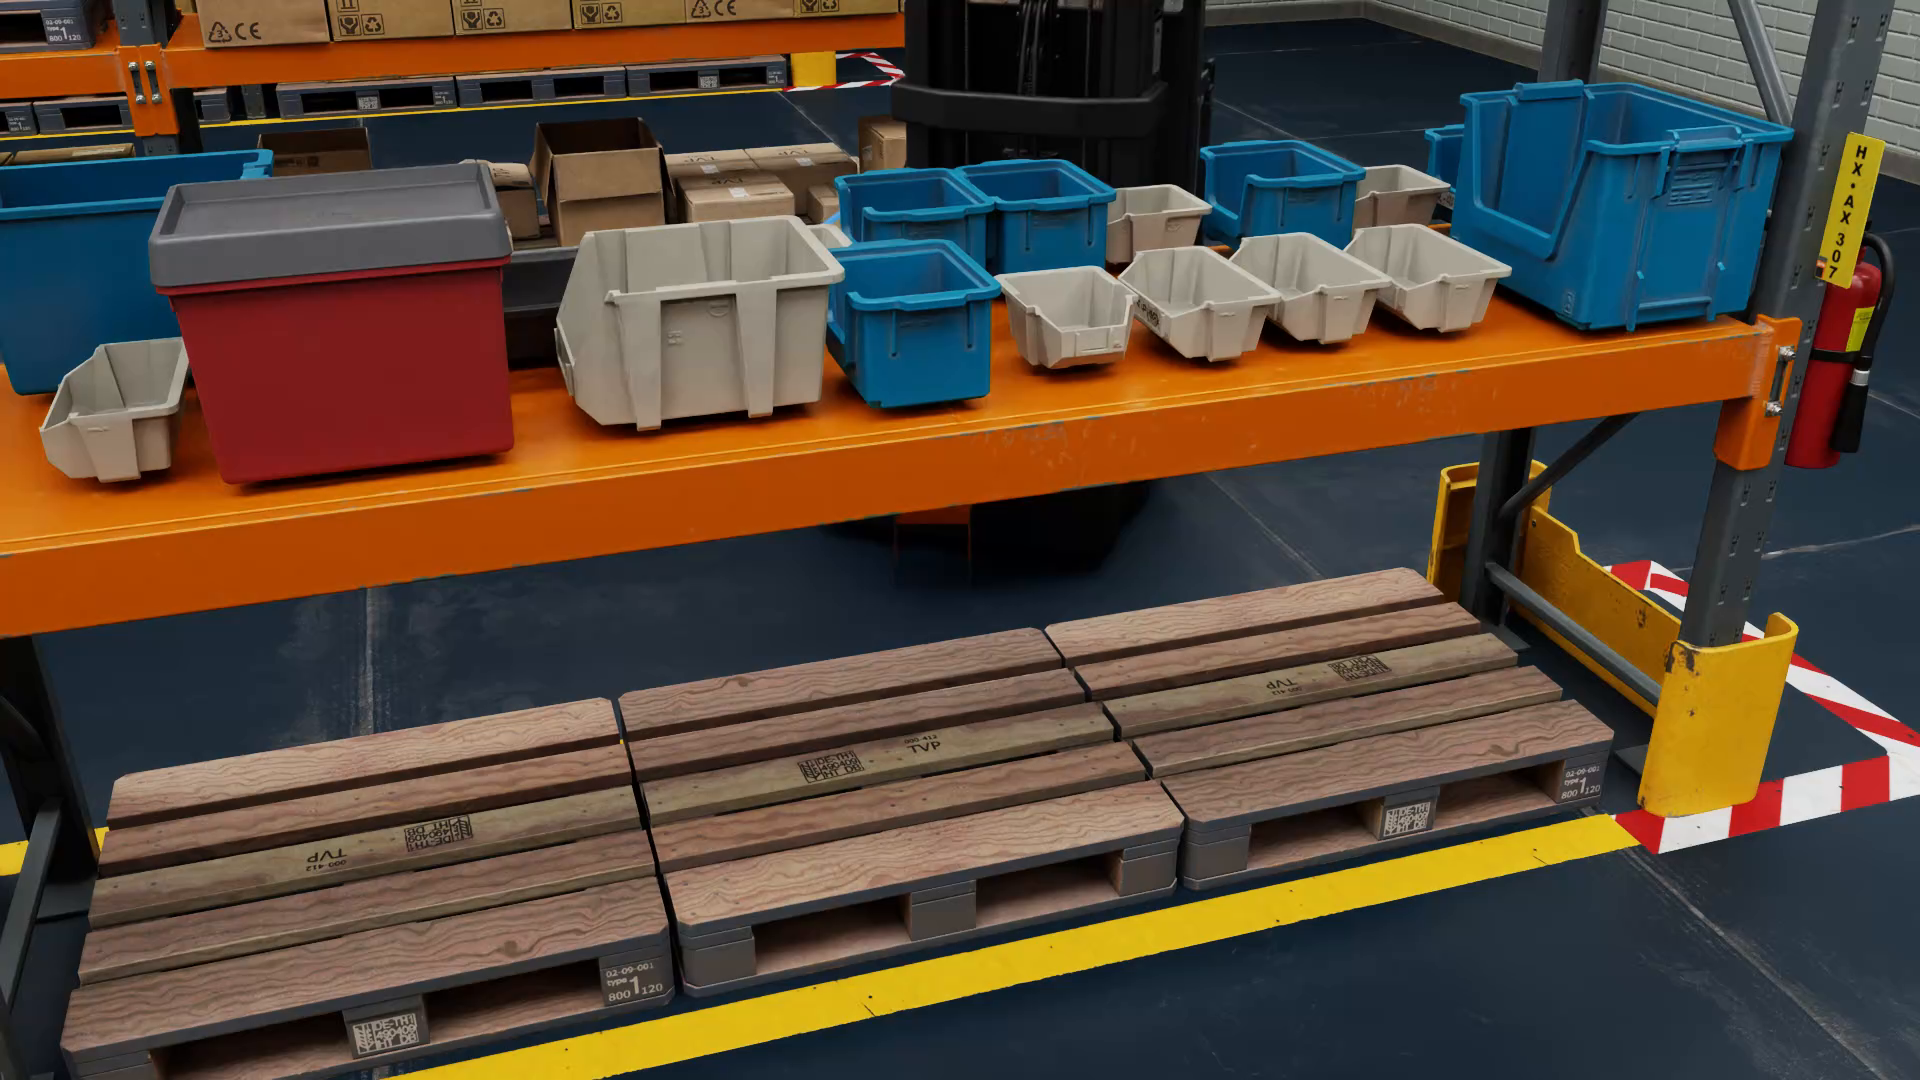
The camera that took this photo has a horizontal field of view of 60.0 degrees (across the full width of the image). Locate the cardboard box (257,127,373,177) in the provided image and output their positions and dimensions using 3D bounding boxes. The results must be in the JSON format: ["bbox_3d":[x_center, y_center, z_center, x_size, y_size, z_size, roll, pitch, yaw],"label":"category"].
[{"bbox_3d":[-3.116,-1.698,8.114,0.500,0.500,0.500,-8,28,-16],"label":"cardboard box"}]

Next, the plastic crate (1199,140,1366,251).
[{"bbox_3d":[0.801,-0.845,4.200,0.300,0.233,0.416,-8,28,-16],"label":"plastic crate"}]

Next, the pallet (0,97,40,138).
[{"bbox_3d":[-6.980,-2.960,11.475,1.213,0.211,1.003,-8,28,-16],"label":"pallet"}]

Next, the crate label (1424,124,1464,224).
[{"bbox_3d":[1.427,-0.936,4.382,0.303,0.233,0.416,-8,28,-16],"label":"crate label"}]

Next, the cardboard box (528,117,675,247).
[{"bbox_3d":[-1.786,-1.762,8.239,0.637,0.503,0.797,-8,28,-16],"label":"cardboard box"}]

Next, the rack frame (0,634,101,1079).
[{"bbox_3d":[-2.040,-0.328,3.037,0.127,3.000,1.000,-8,28,-16],"label":"rack frame"}]

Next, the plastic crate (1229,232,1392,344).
[{"bbox_3d":[0.764,-0.565,3.743,0.243,0.136,0.396,-8,28,-16],"label":"plastic crate"}]

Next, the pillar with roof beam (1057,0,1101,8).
[{"bbox_3d":[2.328,-6.672,9.069,0.400,9.000,9.100,-8,28,-16],"label":"pillar with roof beam"}]

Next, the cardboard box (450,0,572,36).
[{"bbox_3d":[-2.039,-2.562,7.425,0.500,0.500,0.500,-8,28,-16],"label":"cardboard box"}]

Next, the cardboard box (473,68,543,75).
[{"bbox_3d":[-3.398,-3.782,12.334,0.500,0.500,0.700,-8,27,-15],"label":"cardboard box"}]

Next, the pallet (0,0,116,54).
[{"bbox_3d":[-4.364,-2.273,7.171,1.213,0.211,1.003,-8,28,-16],"label":"pallet"}]

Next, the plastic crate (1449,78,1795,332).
[{"bbox_3d":[1.503,-0.796,3.873,0.499,0.435,0.616,-8,28,-16],"label":"plastic crate"}]

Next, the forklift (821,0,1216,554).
[{"bbox_3d":[0.416,-1.902,6.285,1.130,2.935,3.031,8,27,16],"label":"forklift"}]

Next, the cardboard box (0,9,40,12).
[{"bbox_3d":[-6.530,-3.474,11.319,0.750,0.750,0.750,-7,27,-15],"label":"cardboard box"}]

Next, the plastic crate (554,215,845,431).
[{"bbox_3d":[-0.531,-0.434,3.317,0.530,0.282,0.437,-8,28,-16],"label":"plastic crate"}]

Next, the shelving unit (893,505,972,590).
[{"bbox_3d":[-0.088,-0.353,5.280,0.252,1.050,0.215,0,26,0],"label":"shelving unit"}]

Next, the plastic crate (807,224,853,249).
[{"bbox_3d":[-0.477,-0.603,3.821,0.466,0.136,0.293,-8,28,-16],"label":"plastic crate"}]

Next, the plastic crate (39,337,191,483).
[{"bbox_3d":[-1.553,-0.240,3.090,0.243,0.136,0.396,-8,28,-16],"label":"plastic crate"}]

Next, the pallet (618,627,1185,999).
[{"bbox_3d":[-0.191,0.634,4.236,1.213,0.211,1.003,-8,28,-16],"label":"pallet"}]

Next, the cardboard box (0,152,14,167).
[{"bbox_3d":[-4.609,-1.458,7.631,0.500,0.500,0.500,-8,27,-15],"label":"cardboard box"}]

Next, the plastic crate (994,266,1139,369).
[{"bbox_3d":[0.231,-0.467,3.547,0.250,0.136,0.298,-8,28,-16],"label":"plastic crate"}]

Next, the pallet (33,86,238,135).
[{"bbox_3d":[-5.818,-3.130,11.816,1.213,0.211,1.003,-8,28,-16],"label":"pallet"}]

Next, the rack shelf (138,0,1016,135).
[{"bbox_3d":[-1.669,-2.376,7.971,4.000,0.370,1.077,-8,28,-16],"label":"rack shelf"}]

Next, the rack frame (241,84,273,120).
[{"bbox_3d":[-5.108,-4.517,11.474,0.127,3.000,1.000,-8,28,-16],"label":"rack frame"}]

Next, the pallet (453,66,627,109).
[{"bbox_3d":[-3.199,-3.509,12.581,1.213,0.211,1.003,-8,28,-16],"label":"pallet"}]

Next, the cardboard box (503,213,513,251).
[{"bbox_3d":[-2.285,-1.440,7.969,0.250,0.166,0.380,-8,28,-16],"label":"cardboard box"}]

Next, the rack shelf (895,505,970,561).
[{"bbox_3d":[-0.088,-0.094,5.408,0.240,0.259,0.215,0,26,0],"label":"rack shelf"}]

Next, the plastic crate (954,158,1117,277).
[{"bbox_3d":[0.175,-0.754,4.017,0.300,0.233,0.416,-8,28,-16],"label":"plastic crate"}]

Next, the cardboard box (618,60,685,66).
[{"bbox_3d":[-2.415,-3.928,12.628,0.500,0.500,0.700,-8,28,-16],"label":"cardboard box"}]

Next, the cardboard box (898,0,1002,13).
[{"bbox_3d":[-0.109,-2.841,7.988,0.500,0.500,0.500,-7,27,-15],"label":"cardboard box"}]

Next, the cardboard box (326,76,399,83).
[{"bbox_3d":[-4.365,-3.645,12.057,0.500,0.500,0.700,-8,27,-15],"label":"cardboard box"}]

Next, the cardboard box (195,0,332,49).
[{"bbox_3d":[-3.001,-2.422,7.144,0.500,0.500,0.500,-8,27,-15],"label":"cardboard box"}]

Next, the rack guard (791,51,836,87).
[{"bbox_3d":[-1.282,-3.951,13.146,0.348,0.500,1.175,-8,28,-16],"label":"rack guard"}]

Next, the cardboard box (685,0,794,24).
[{"bbox_3d":[-1.077,-2.702,7.707,0.500,0.500,0.500,-8,28,-16],"label":"cardboard box"}]

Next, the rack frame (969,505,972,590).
[{"bbox_3d":[0.034,-0.353,5.280,0.008,1.050,0.200,0,26,0],"label":"rack frame"}]

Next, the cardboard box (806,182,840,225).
[{"bbox_3d":[-0.621,-1.705,8.502,0.250,0.166,0.380,-8,28,-16],"label":"cardboard box"}]

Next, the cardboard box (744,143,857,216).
[{"bbox_3d":[-0.847,-1.915,8.832,0.500,0.250,0.500,-8,28,-16],"label":"cardboard box"}]

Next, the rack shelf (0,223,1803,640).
[{"bbox_3d":[-0.138,-0.281,3.752,4.000,0.370,1.077,-8,28,-16],"label":"rack shelf"}]

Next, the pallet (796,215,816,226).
[{"bbox_3d":[-0.597,-1.604,8.743,1.213,0.211,1.003,-8,28,-16],"label":"pallet"}]
